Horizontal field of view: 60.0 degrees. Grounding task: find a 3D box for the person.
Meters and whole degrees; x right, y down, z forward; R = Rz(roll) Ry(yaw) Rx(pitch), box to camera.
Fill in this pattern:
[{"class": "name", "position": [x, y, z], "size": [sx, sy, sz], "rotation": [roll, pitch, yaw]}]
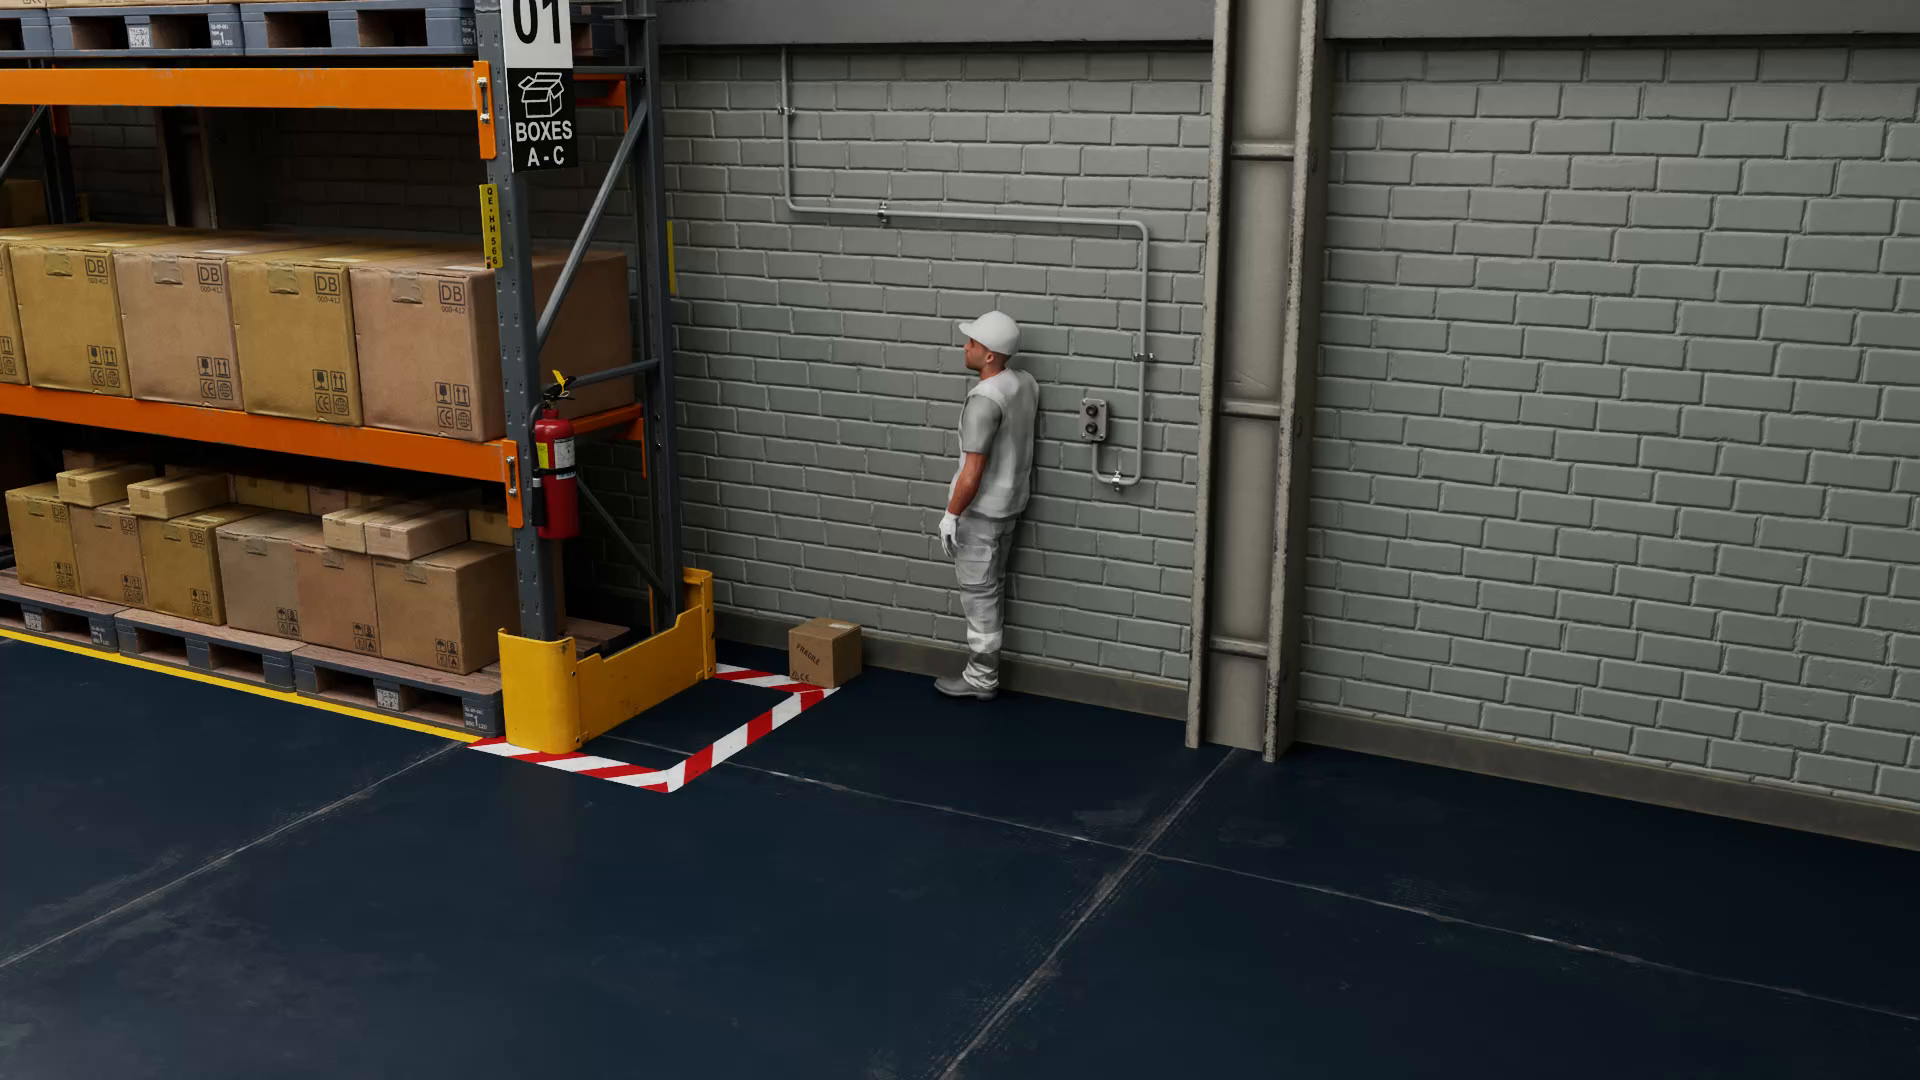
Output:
[{"class": "person", "position": [0.050, -0.150, 7.486], "size": [0.559, 1.788, 0.638], "rotation": [8, 17, 26]}]
